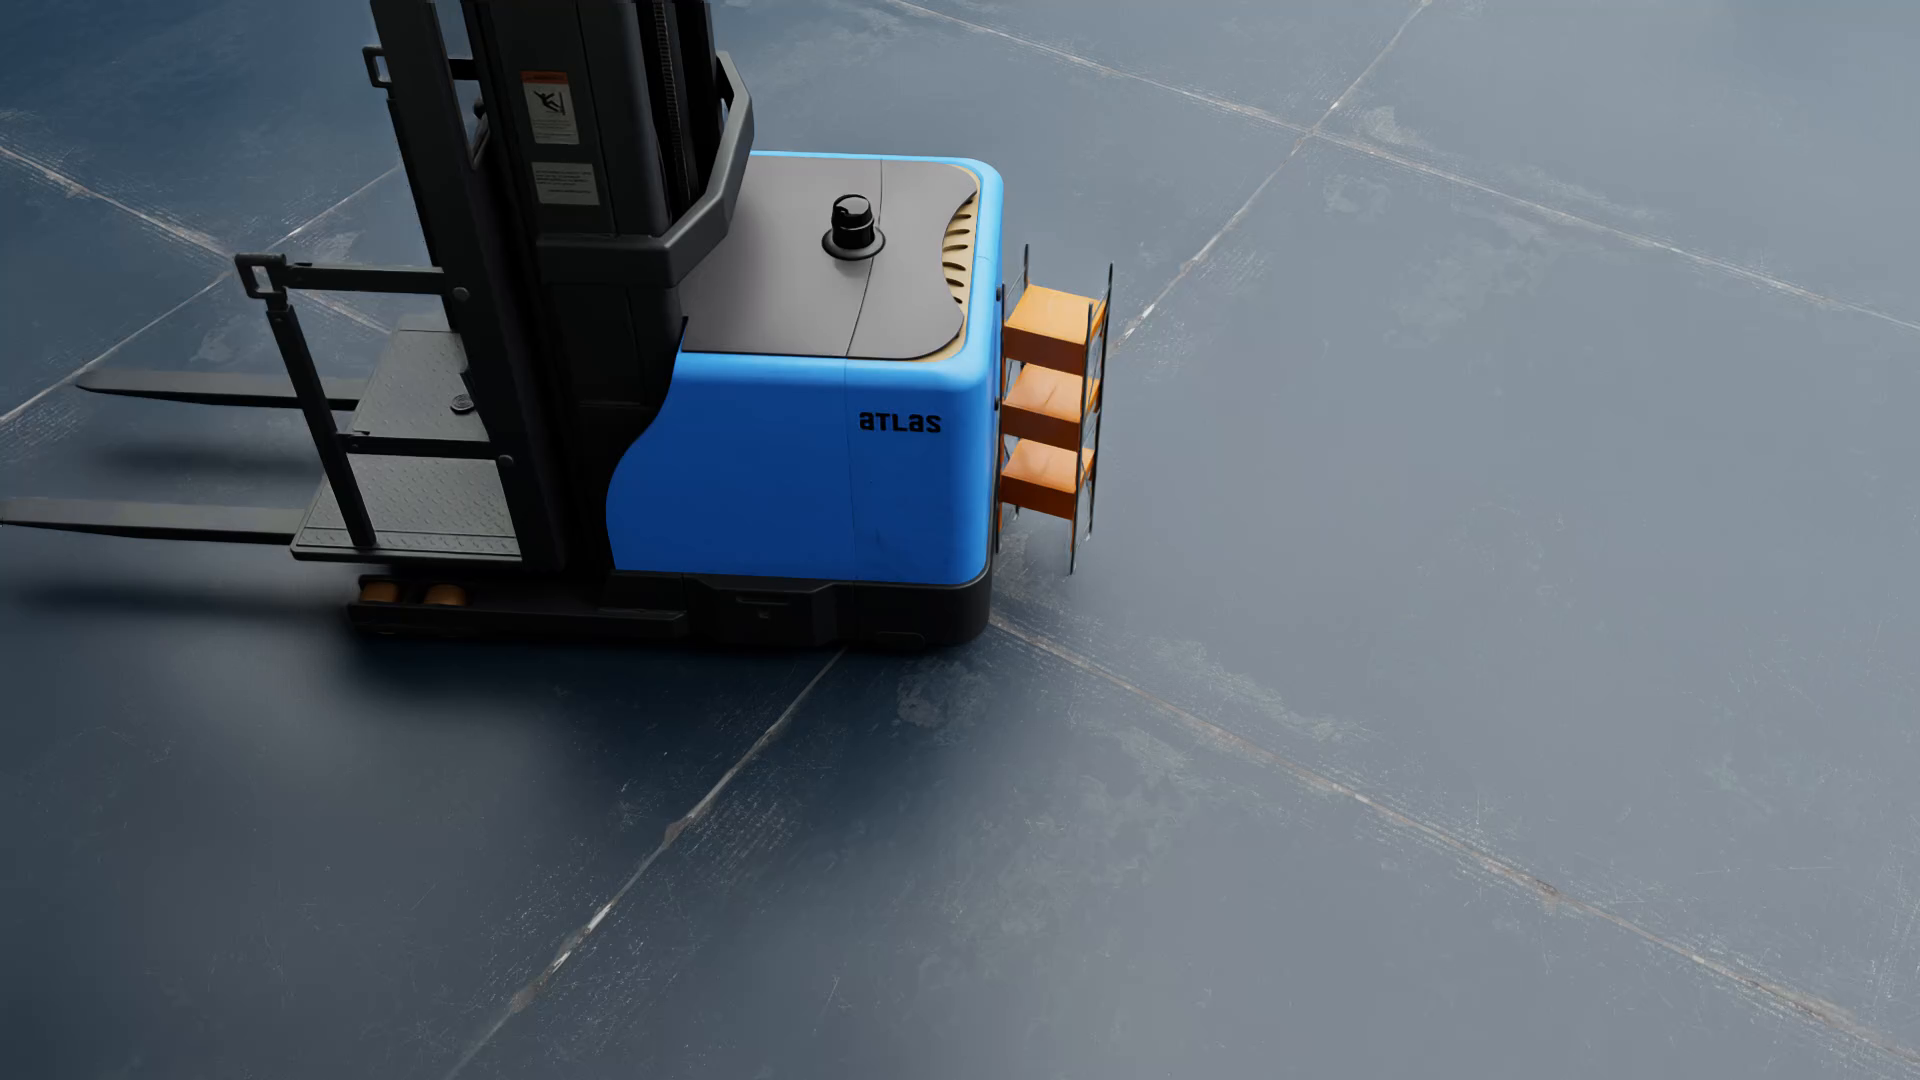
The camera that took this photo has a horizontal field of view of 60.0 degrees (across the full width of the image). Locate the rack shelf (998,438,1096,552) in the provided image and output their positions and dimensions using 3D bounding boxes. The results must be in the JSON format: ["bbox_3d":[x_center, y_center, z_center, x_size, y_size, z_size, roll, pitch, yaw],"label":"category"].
[{"bbox_3d":[0.266,-0.154,5.070,0.240,0.259,0.215,15,48,15],"label":"rack shelf"}]

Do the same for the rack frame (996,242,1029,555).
[{"bbox_3d":[0.152,-0.387,4.894,0.008,1.050,0.200,15,48,15],"label":"rack frame"}]

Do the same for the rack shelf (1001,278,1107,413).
[{"bbox_3d":[0.266,-0.546,4.667,0.240,0.259,0.215,15,48,15],"label":"rack shelf"}]

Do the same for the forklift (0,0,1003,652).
[{"bbox_3d":[-1.401,-1.107,4.282,3.031,2.935,1.130,3,46,3],"label":"forklift"}]

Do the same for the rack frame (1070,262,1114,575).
[{"bbox_3d":[0.380,-0.324,4.833,0.008,1.050,0.200,15,48,15],"label":"rack frame"}]

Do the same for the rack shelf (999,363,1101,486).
[{"bbox_3d":[0.266,-0.348,4.871,0.240,0.259,0.215,15,48,15],"label":"rack shelf"}]

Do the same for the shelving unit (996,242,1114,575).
[{"bbox_3d":[0.266,-0.355,4.863,0.252,1.050,0.215,15,48,15],"label":"shelving unit"}]
